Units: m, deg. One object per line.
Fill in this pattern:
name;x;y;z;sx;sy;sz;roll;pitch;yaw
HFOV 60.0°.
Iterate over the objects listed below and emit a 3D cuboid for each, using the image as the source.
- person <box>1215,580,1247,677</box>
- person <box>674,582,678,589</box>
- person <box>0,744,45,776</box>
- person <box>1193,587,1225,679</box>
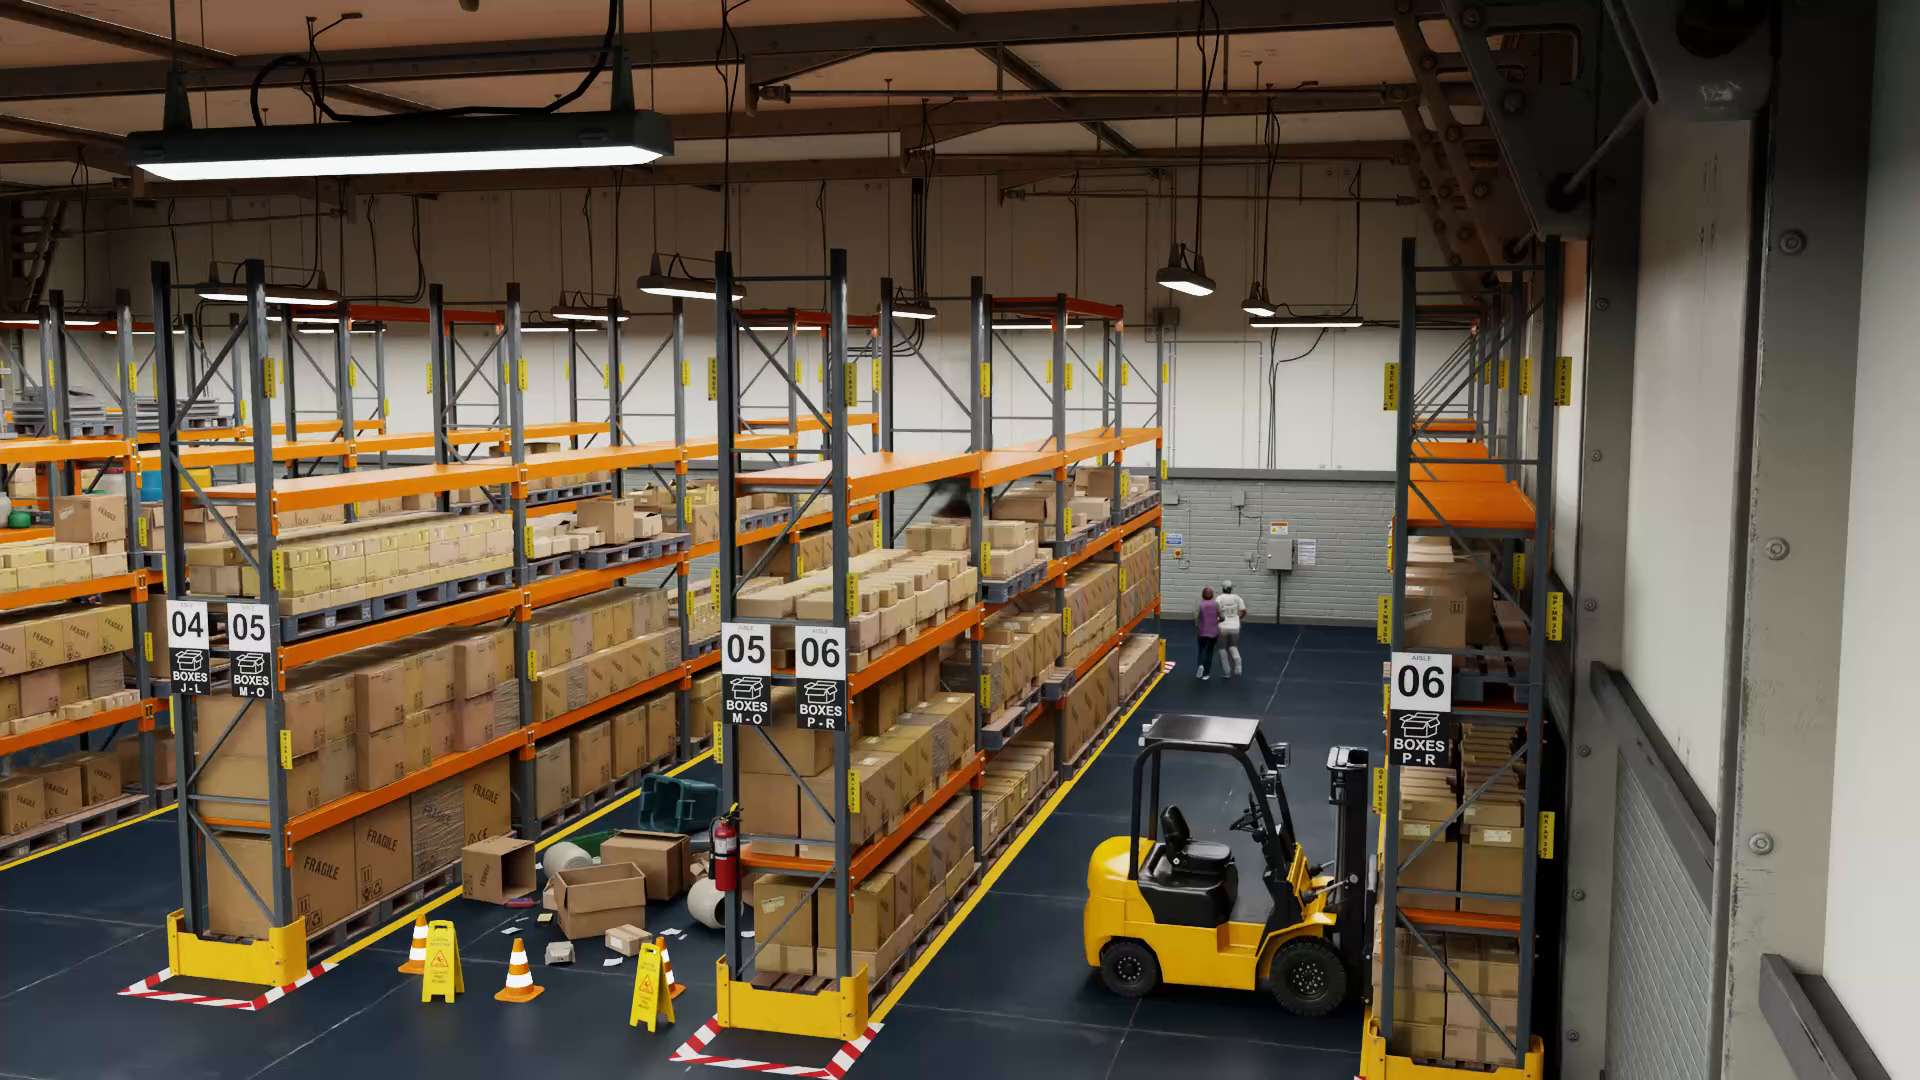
person;4.409;1.463;27.419;0.591;1.620;0.544;-1;6;-10
person;-4.412;1.484;26.999;0.719;1.733;0.948;1;6;8
person;-11.833;2.097;20.852;0.729;1.789;0.839;1;6;9
person;4.055;1.528;27.224;0.530;1.533;0.477;0;6;3
